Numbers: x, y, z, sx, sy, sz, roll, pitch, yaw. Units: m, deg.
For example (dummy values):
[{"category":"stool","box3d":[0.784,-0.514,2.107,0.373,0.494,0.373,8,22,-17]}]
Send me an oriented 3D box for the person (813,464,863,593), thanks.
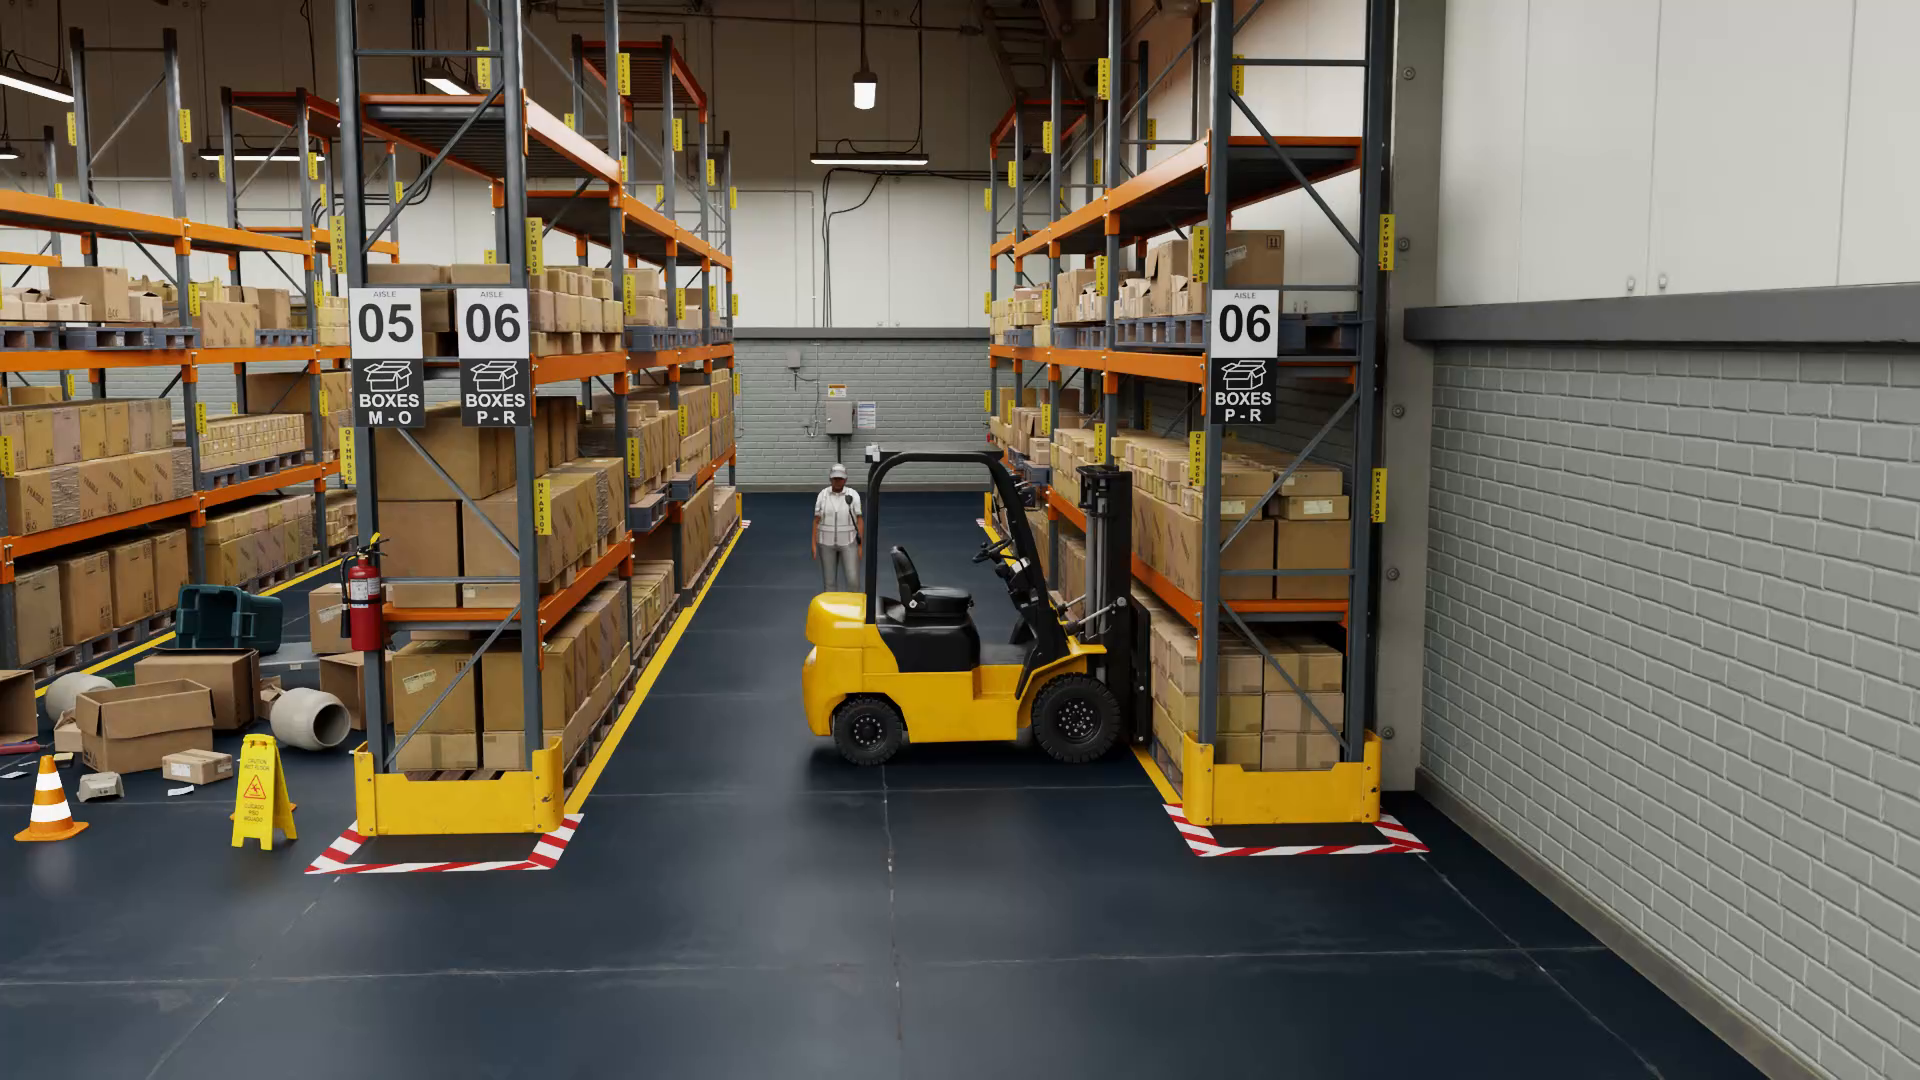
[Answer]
[{"category":"person","box3d":[-1.218,0.077,16.576,0.521,1.668,0.542,0,7,1]}]
